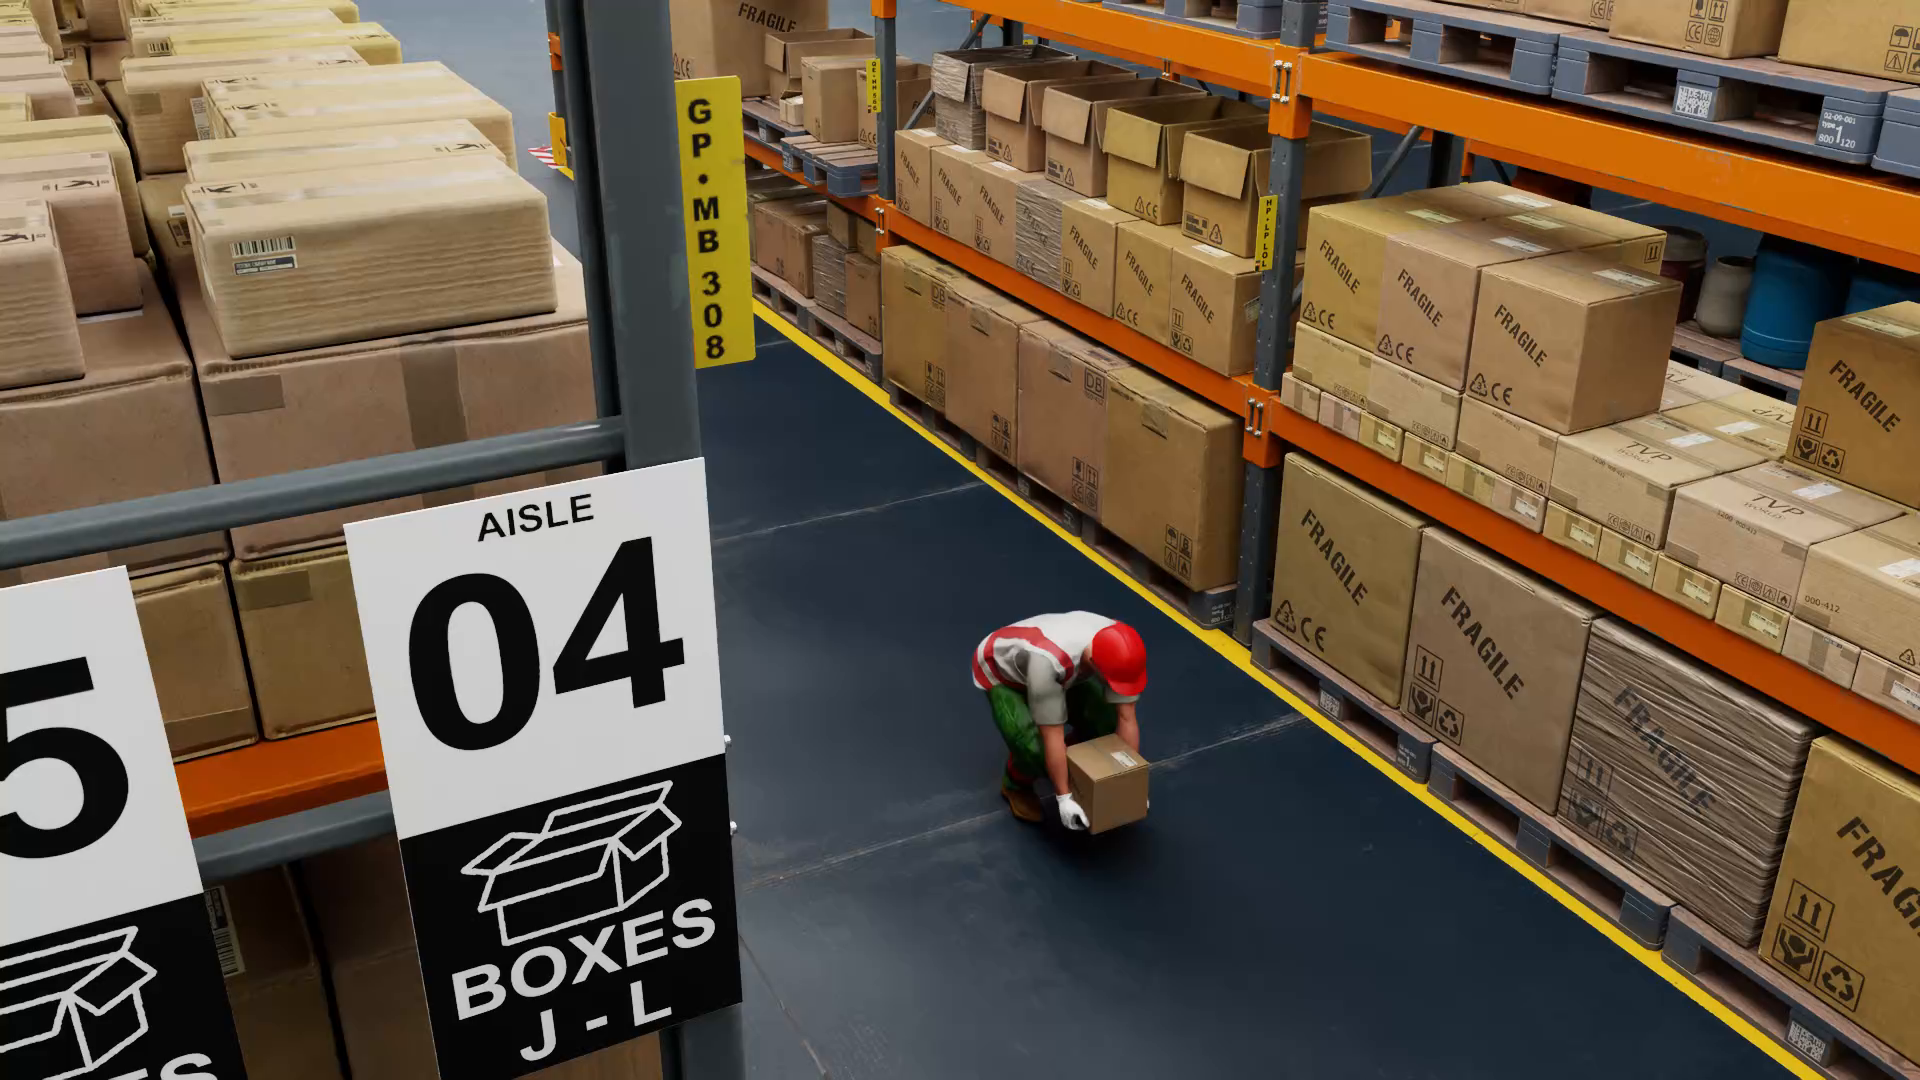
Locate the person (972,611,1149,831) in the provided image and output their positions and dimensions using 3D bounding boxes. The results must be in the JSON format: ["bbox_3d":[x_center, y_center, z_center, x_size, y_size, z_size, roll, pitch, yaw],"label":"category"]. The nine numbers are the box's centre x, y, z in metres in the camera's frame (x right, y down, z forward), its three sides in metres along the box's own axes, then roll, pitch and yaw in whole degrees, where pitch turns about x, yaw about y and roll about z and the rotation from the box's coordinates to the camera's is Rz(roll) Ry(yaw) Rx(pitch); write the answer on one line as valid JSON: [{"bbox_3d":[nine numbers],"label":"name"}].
[{"bbox_3d":[0.413,0.660,6.622,0.530,0.995,0.898,-14,28,-26],"label":"person"}]
